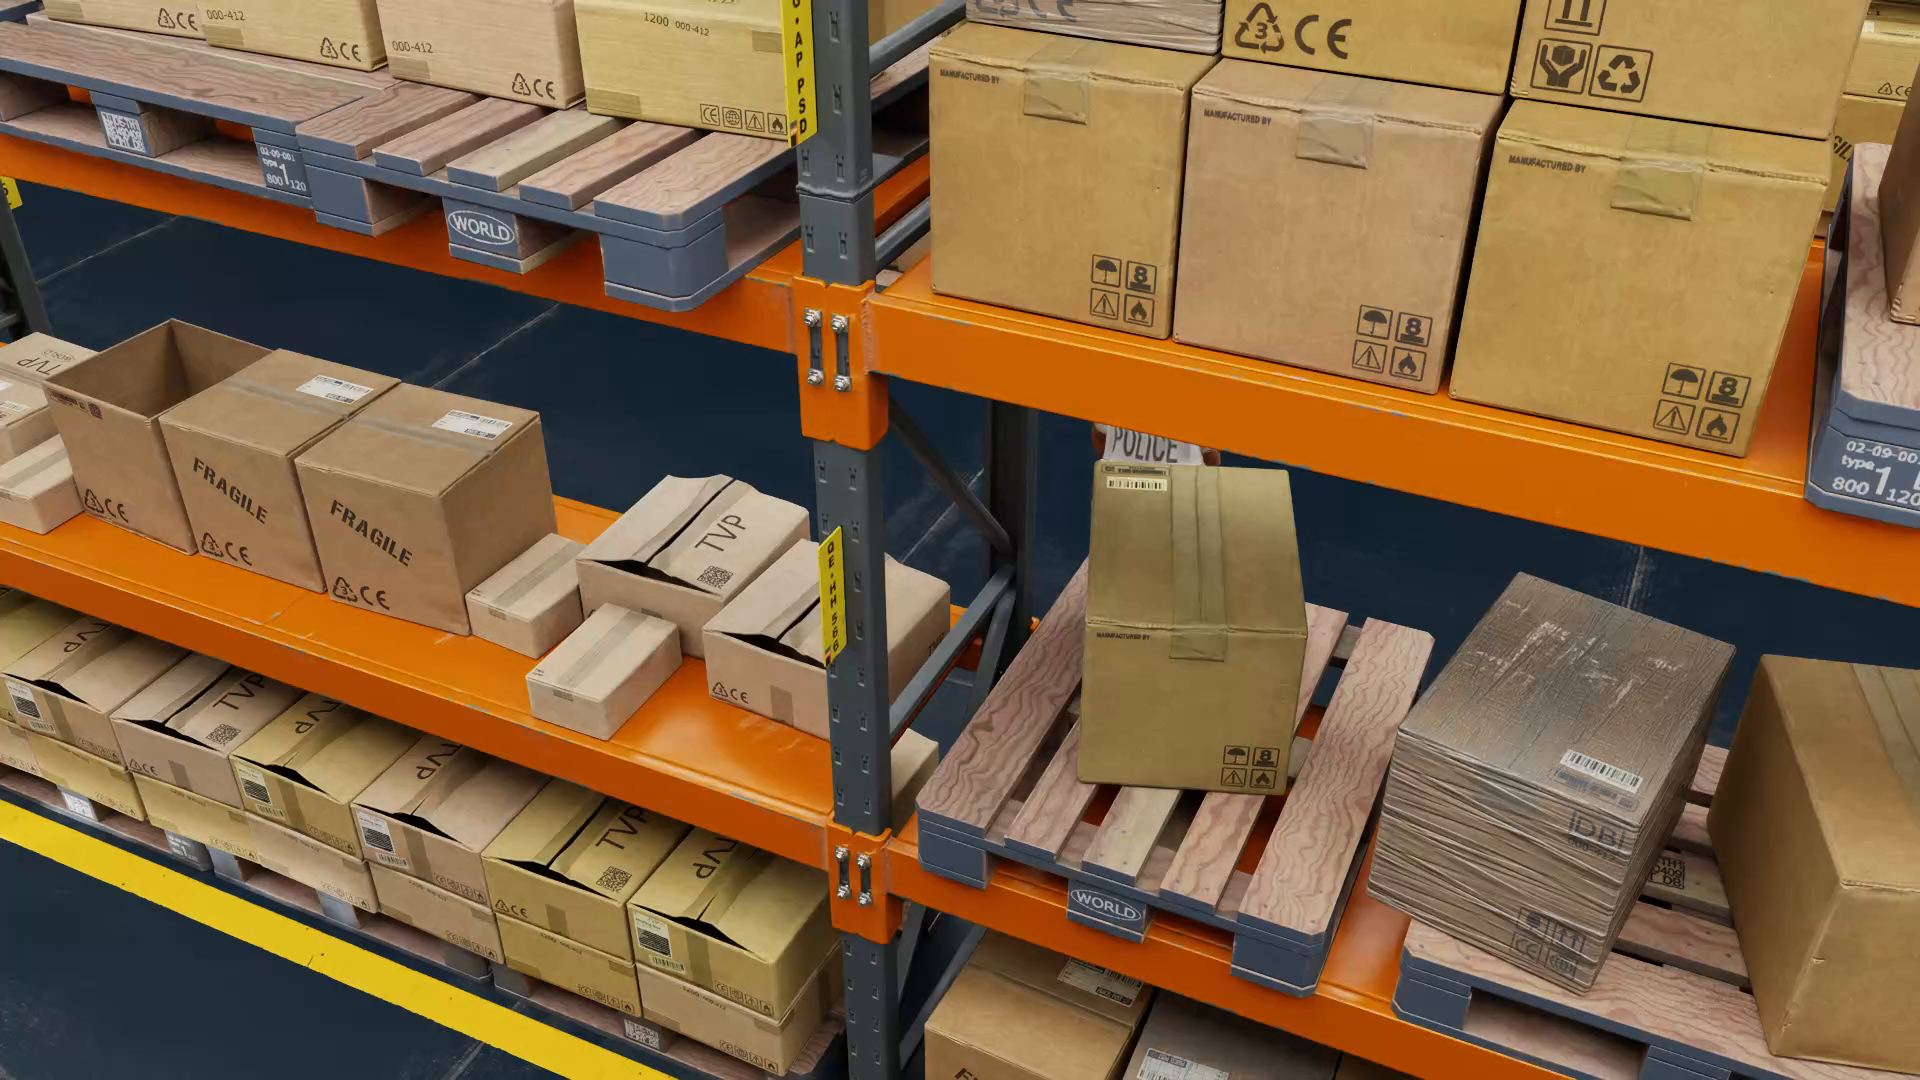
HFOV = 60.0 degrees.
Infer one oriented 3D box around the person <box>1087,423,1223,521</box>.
[{"bbox_3d":[0.741,-0.134,6.518,0.528,1.481,0.652,15,37,21],"label":"person"}]
